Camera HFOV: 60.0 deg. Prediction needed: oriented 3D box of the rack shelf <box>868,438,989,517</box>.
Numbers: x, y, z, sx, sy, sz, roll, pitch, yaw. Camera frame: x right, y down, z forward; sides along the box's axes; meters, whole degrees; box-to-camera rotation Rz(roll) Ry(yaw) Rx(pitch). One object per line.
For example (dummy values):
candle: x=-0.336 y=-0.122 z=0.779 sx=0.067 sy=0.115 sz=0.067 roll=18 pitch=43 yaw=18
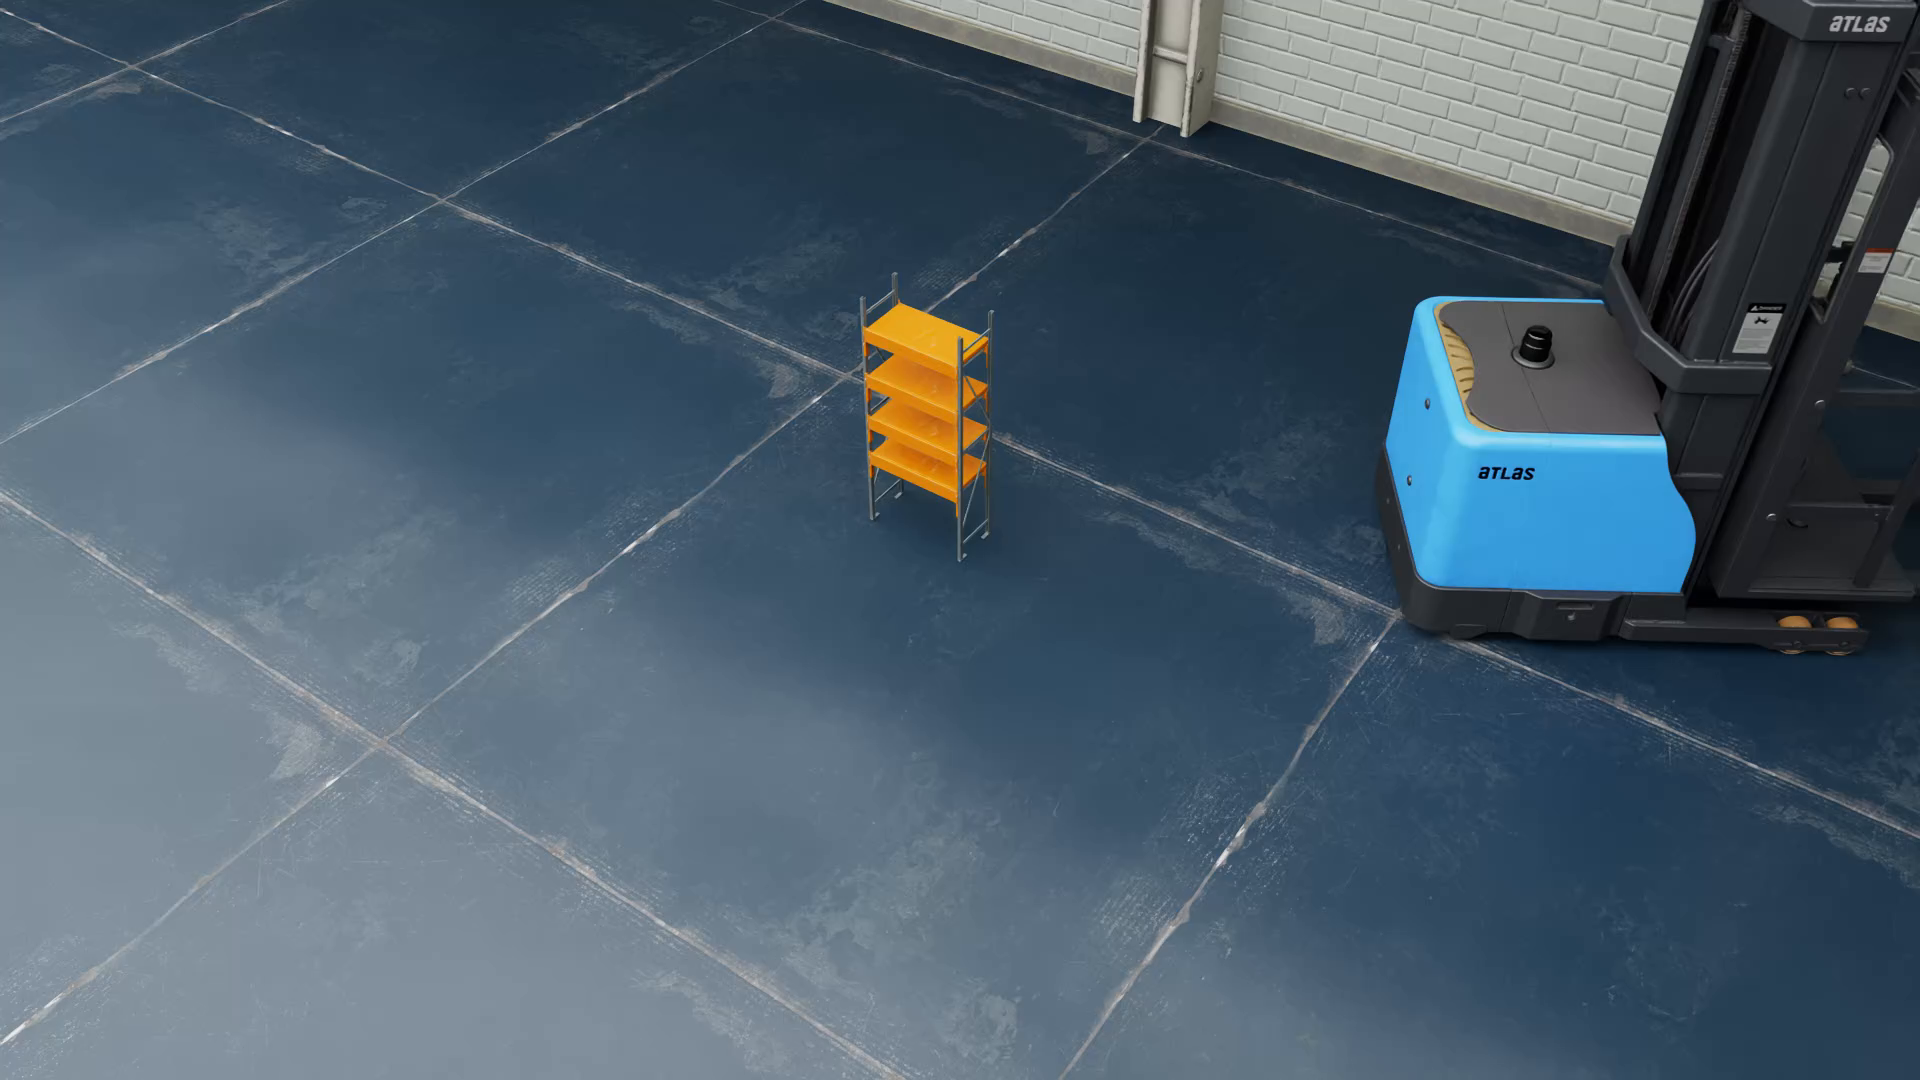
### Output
rack shelf: x=-0.136 y=-0.312 z=7.346 sx=0.480 sy=0.148 sz=0.258 roll=25 pitch=48 yaw=25

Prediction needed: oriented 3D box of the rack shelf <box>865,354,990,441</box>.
rack shelf: x=-0.136 y=-0.627 z=7.065 sx=0.480 sy=0.148 sz=0.258 roll=25 pitch=48 yaw=25

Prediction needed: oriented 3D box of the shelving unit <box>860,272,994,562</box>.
shelving unit: x=-0.136 y=-0.511 z=7.169 sx=0.503 sy=1.200 sz=0.258 roll=25 pitch=48 yaw=25

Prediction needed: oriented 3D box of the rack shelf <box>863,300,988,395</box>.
rack shelf: x=-0.136 y=-0.803 z=6.907 sx=0.480 sy=0.148 sz=0.258 roll=25 pitch=48 yaw=25

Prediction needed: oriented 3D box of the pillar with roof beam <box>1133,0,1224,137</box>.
pillar with roof beam: x=-1.139 y=-3.649 z=4.828 sx=0.400 sy=9.000 sz=9.100 roll=25 pitch=48 yaw=25

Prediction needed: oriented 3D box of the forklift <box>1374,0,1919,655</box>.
forklift: x=3.409 y=-0.974 z=6.388 sx=3.031 sy=2.935 sz=1.130 roll=1 pitch=42 yaw=2

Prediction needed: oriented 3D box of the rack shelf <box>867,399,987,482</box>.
rack shelf: x=-0.136 y=-0.460 z=7.214 sx=0.480 sy=0.148 sz=0.258 roll=25 pitch=48 yaw=25

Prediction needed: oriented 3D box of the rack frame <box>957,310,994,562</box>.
rack frame: x=0.064 y=-0.417 z=7.065 sx=0.015 sy=1.200 sz=0.240 roll=25 pitch=48 yaw=25

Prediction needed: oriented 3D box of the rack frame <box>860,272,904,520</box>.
rack frame: x=-0.335 y=-0.604 z=7.273 sx=0.015 sy=1.200 sz=0.240 roll=25 pitch=48 yaw=25
